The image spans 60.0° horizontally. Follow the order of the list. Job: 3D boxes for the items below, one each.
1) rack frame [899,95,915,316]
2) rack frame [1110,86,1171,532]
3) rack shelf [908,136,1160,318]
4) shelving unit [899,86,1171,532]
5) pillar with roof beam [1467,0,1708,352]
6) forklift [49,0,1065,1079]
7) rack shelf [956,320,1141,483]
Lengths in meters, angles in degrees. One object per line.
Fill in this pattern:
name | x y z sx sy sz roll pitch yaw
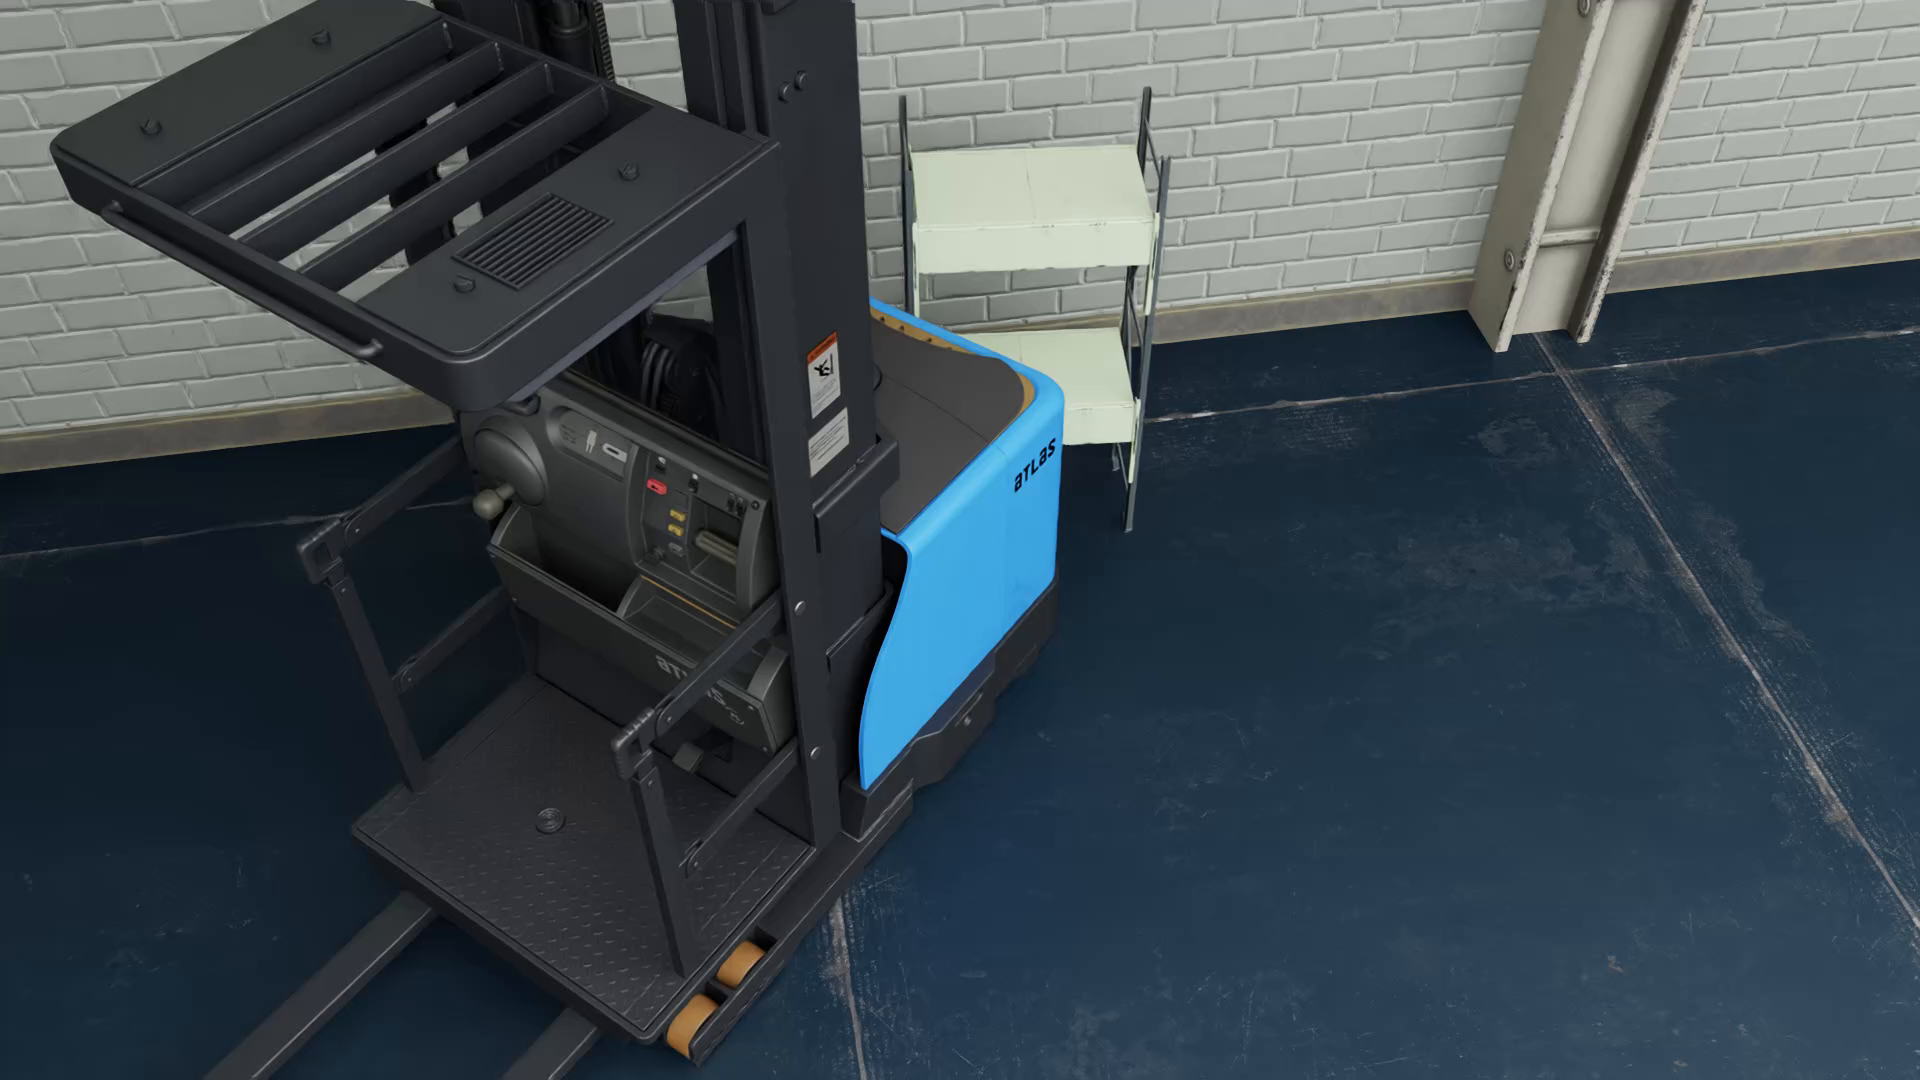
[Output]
rack frame | -0.158 -0.658 5.343 0.023 1.500 0.400 -3 46 -3
rack frame | 0.573 -0.694 5.377 0.023 1.500 0.400 -3 46 -3
rack shelf | 0.208 -0.947 5.079 0.720 0.370 0.431 -3 46 -3
shelving unit | 0.208 -0.676 5.360 0.755 1.500 0.431 -3 46 -3
pillar with roof beam | 2.976 -0.930 0.397 0.400 9.000 9.100 -7 46 -7
forklift | -0.942 -0.044 3.757 1.130 2.935 3.031 27 52 23
rack shelf | 0.208 -0.450 5.595 0.720 0.370 0.431 -3 46 -3
